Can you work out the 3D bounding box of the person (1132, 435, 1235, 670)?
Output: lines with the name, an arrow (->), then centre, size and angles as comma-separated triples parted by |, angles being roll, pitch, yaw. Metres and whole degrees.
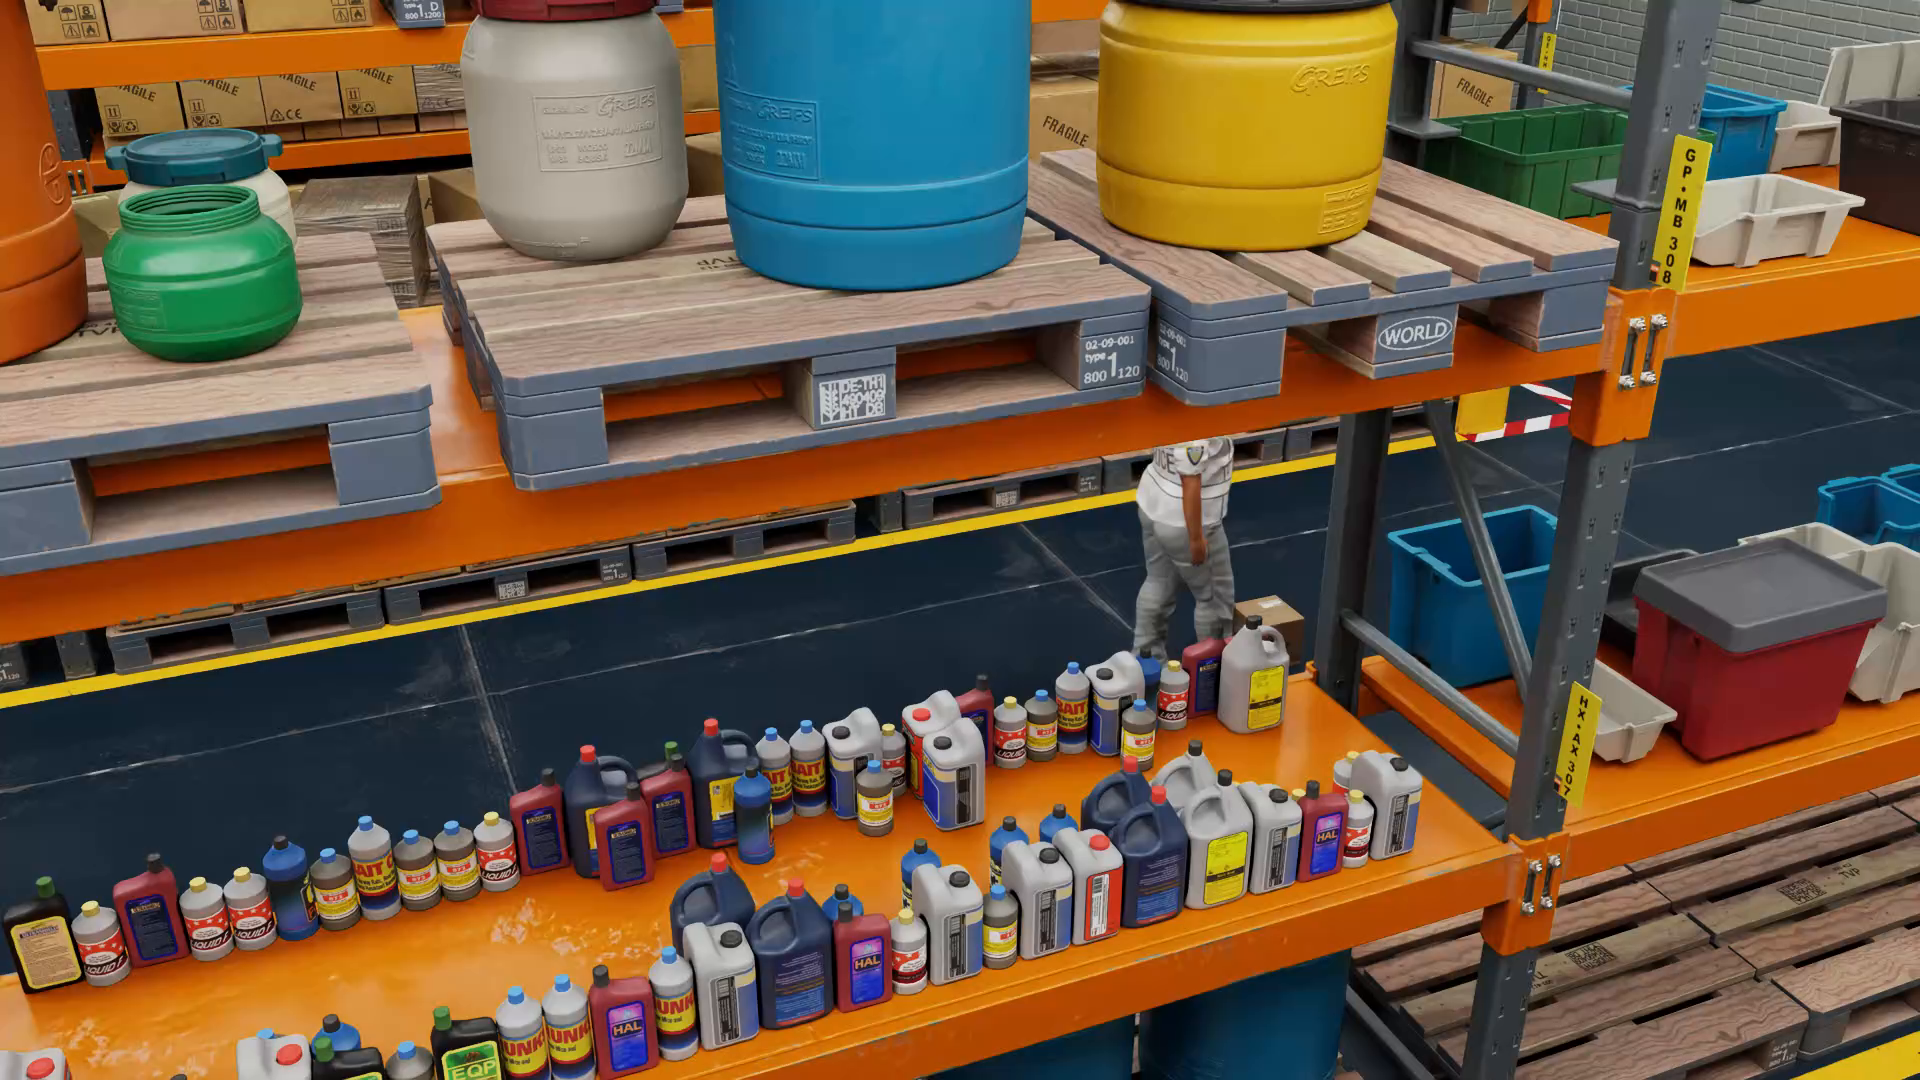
person -> 1.082, -0.115, 7.338 | 0.592, 1.656, 0.481 | -6, 27, -12
